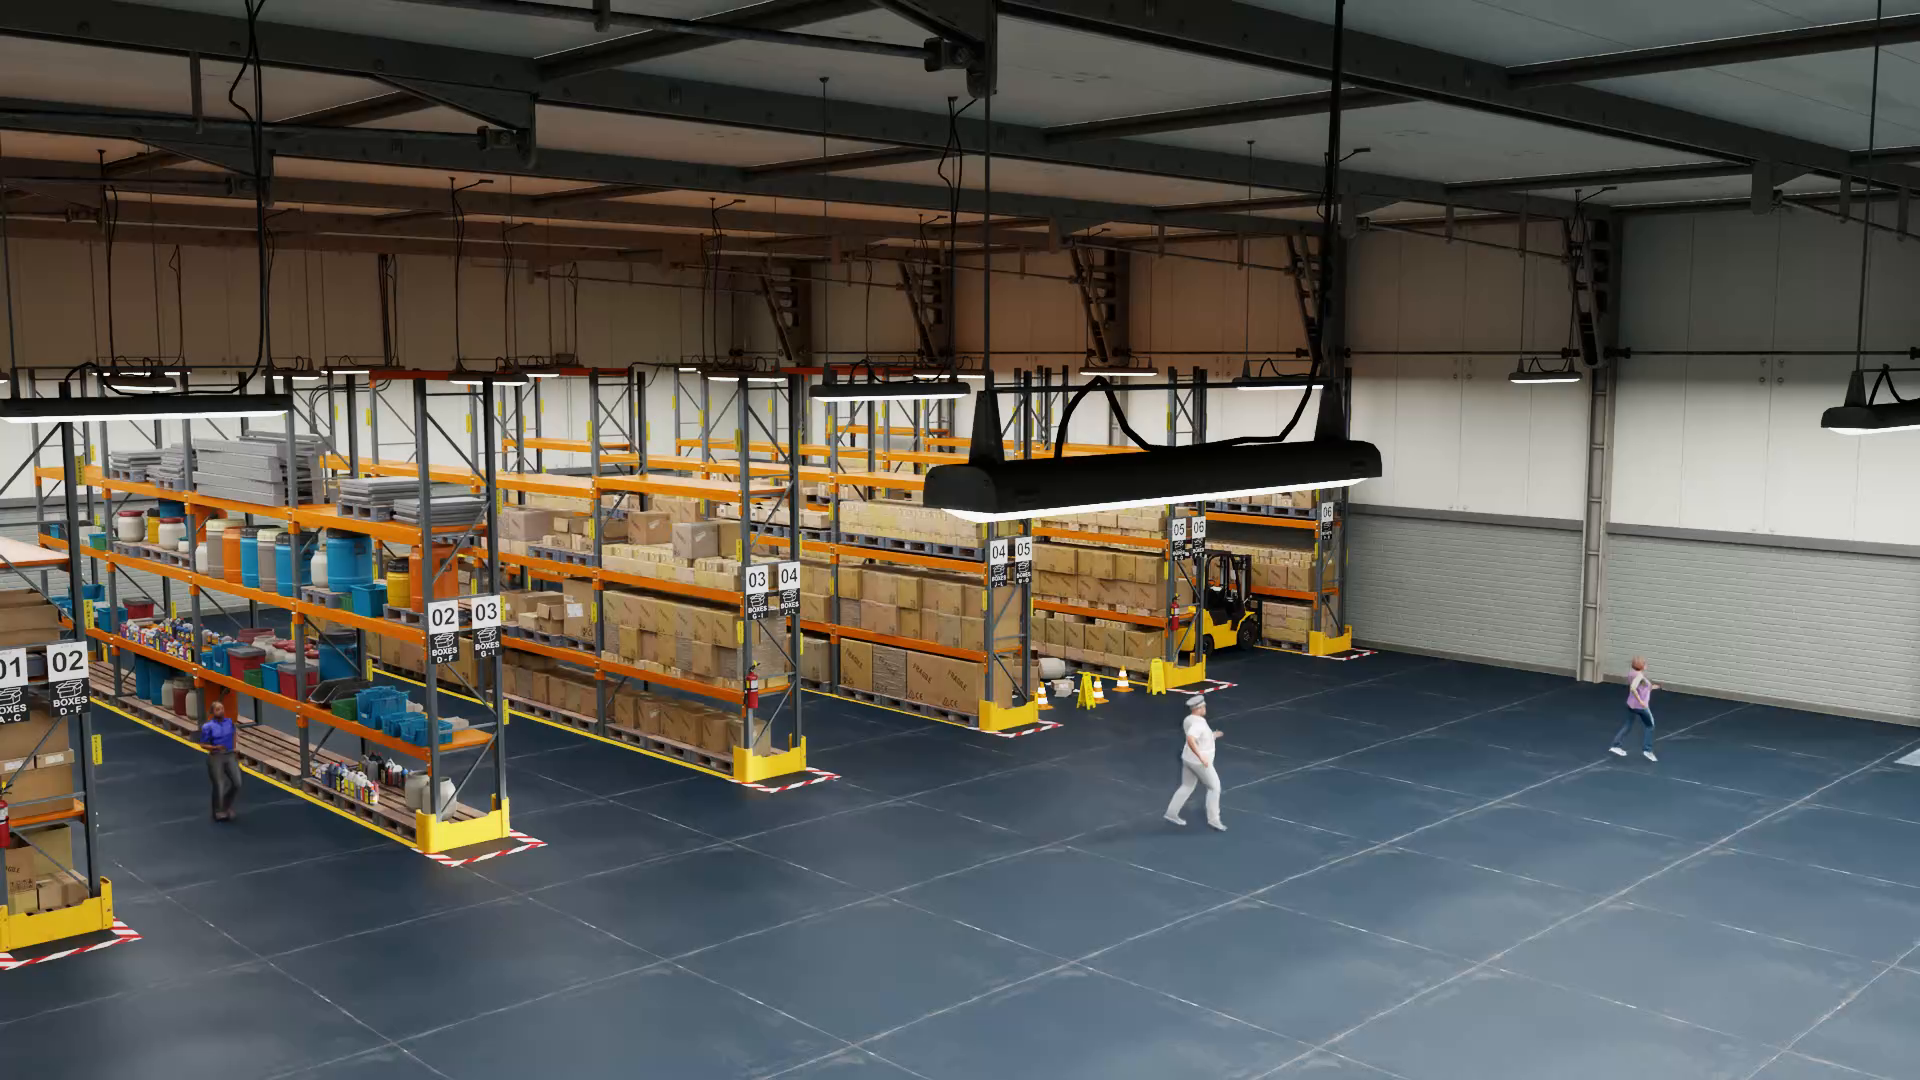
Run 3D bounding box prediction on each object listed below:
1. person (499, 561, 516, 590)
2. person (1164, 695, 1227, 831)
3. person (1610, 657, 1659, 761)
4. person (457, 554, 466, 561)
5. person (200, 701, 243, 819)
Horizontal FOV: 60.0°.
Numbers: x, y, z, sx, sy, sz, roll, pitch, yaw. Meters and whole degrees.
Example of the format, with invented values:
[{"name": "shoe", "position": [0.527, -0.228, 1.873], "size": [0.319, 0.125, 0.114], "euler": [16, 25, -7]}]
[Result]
[{"name": "person", "position": [-11.043, 0.911, 40.632], "size": [0.655, 1.731, 0.735], "euler": [6, 9, 44]}, {"name": "person", "position": [3.137, 2.965, 22.024], "size": [0.822, 1.839, 0.640], "euler": [-2, 7, -20]}, {"name": "person", "position": [10.490, 2.623, 25.789], "size": [0.737, 1.643, 0.510], "euler": [-1, 7, -7]}, {"name": "person", "position": [-11.530, 1.179, 38.233], "size": [0.756, 1.763, 0.636], "euler": [0, 6, 1]}, {"name": "person", "position": [-9.940, 2.992, 22.440], "size": [0.599, 1.636, 0.535], "euler": [6, 9, 42]}]
